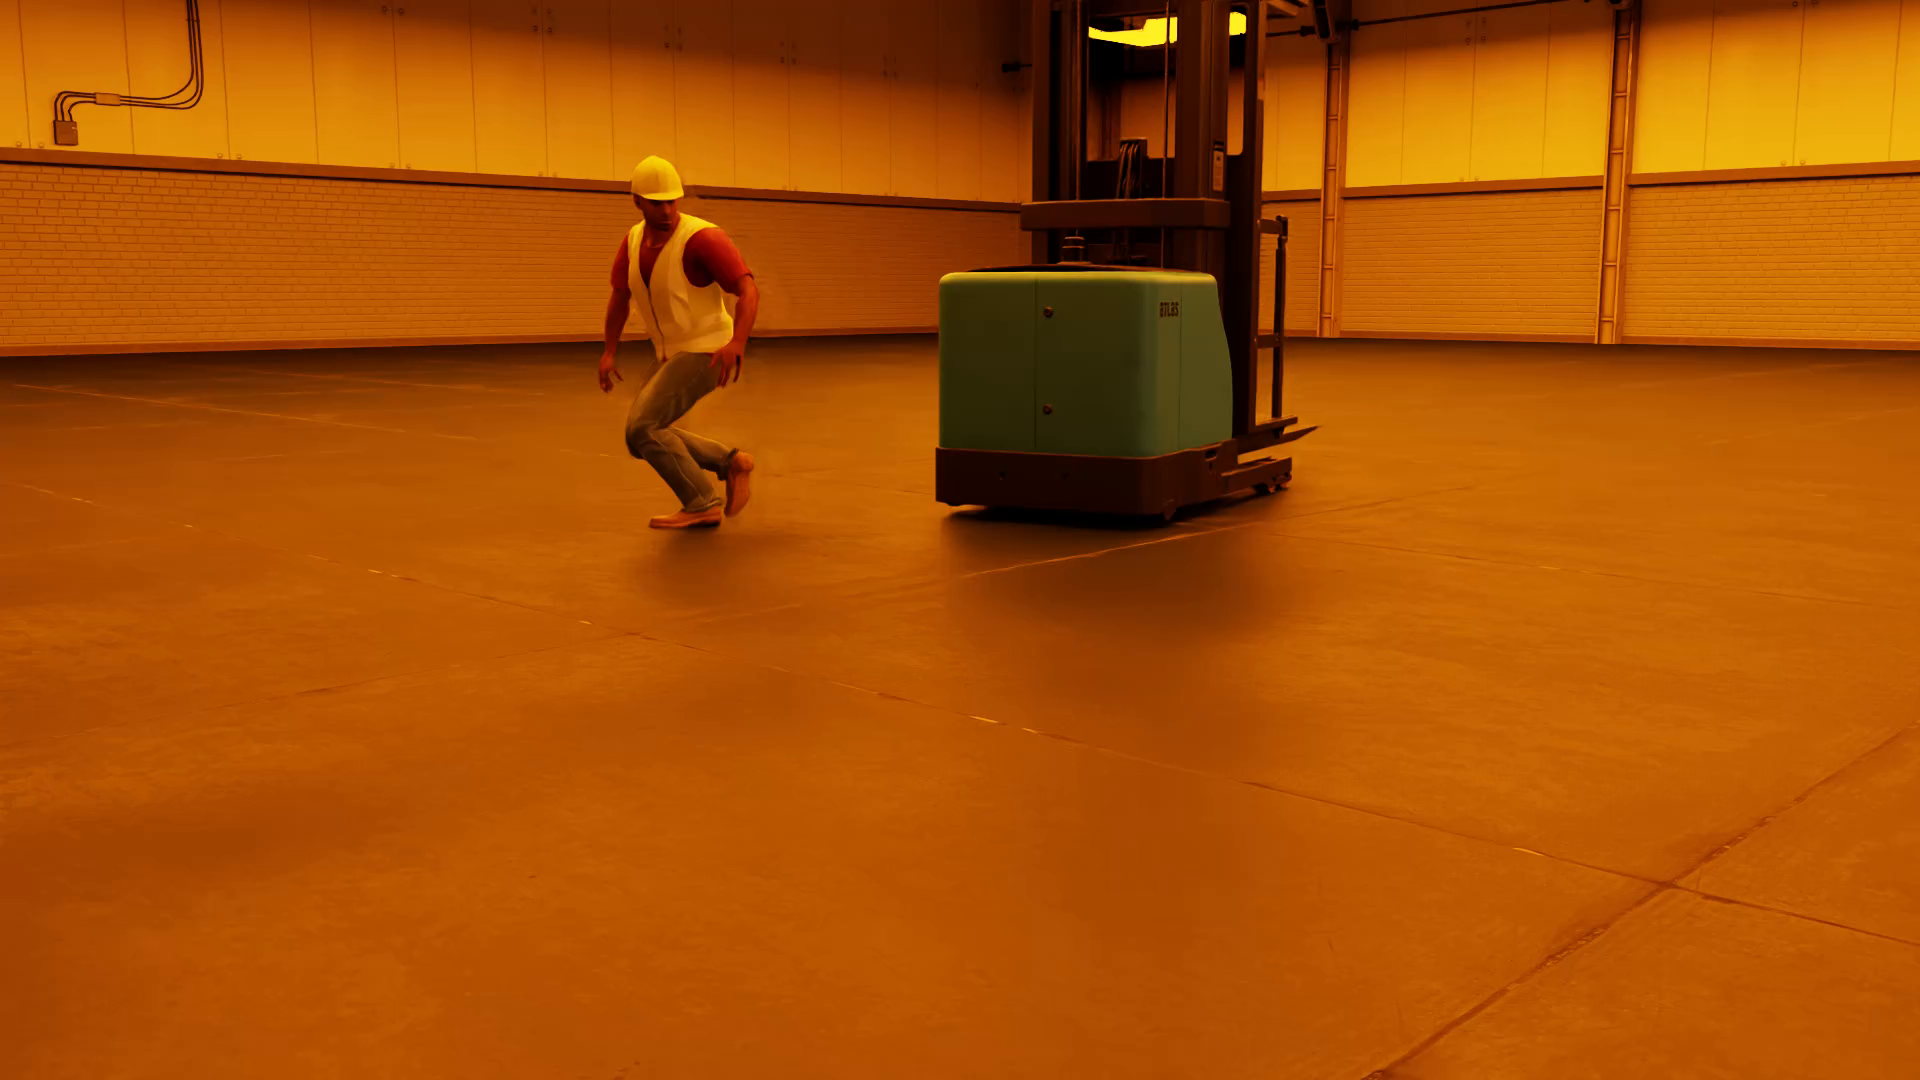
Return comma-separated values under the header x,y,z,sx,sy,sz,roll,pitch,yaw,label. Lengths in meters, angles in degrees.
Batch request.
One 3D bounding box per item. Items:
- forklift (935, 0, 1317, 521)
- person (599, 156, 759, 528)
x,y,z,sx,sy,sz,roll,pitch,yaw,label
1.037,-1.709,8.225,1.130,2.935,3.031,5,10,28,forklift
-1.158,-0.835,7.120,0.644,1.555,0.872,-6,11,-36,person
